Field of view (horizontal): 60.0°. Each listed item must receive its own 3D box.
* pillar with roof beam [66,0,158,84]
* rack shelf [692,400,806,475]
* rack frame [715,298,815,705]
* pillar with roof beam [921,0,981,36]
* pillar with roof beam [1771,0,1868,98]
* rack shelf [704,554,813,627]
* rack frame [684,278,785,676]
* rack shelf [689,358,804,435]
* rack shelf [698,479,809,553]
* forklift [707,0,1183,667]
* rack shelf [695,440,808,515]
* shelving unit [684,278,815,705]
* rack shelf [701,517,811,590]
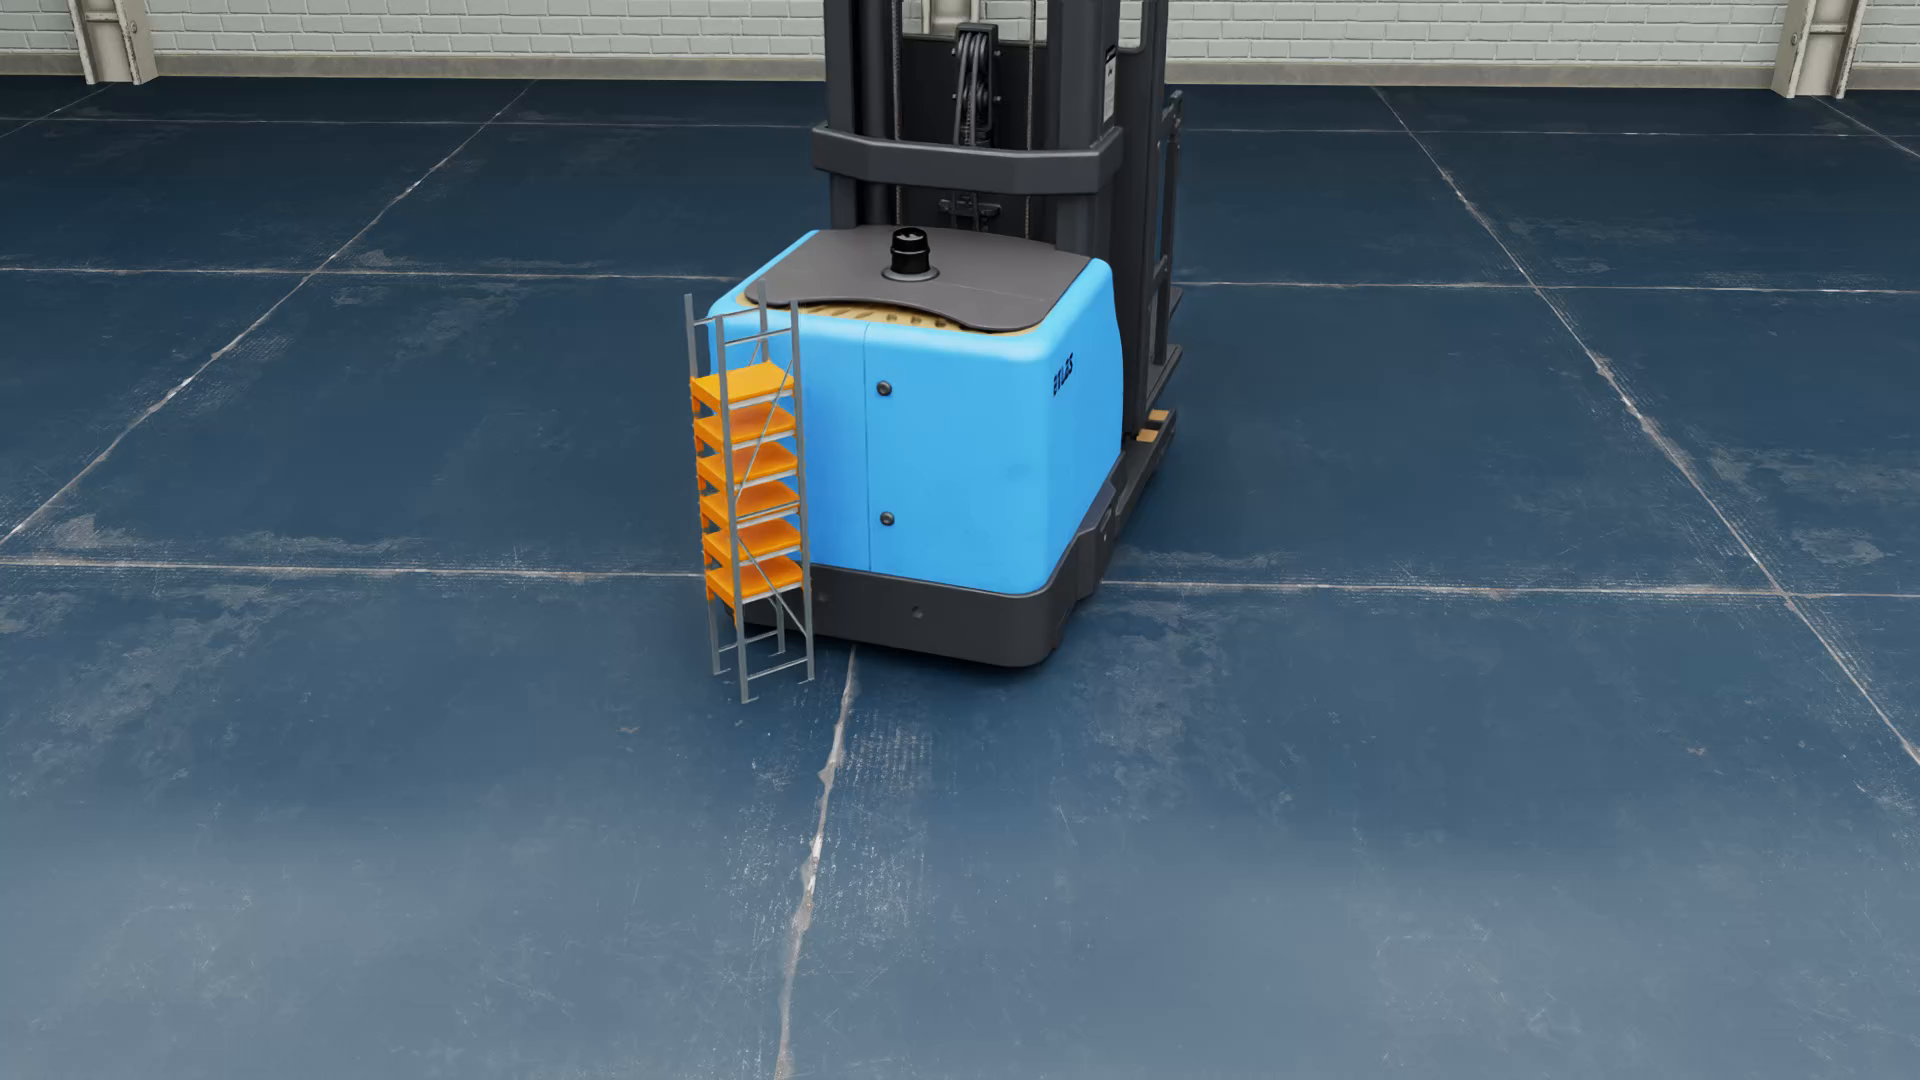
[{"bbox_3d":[-6.209,-5.296,6.133,0.400,9.000,9.100,1,28,2],"label":"pillar with roof beam"},{"bbox_3d":[-0.582,-0.288,4.593,0.258,0.103,0.180,-17,33,-29],"label":"rack shelf"},{"bbox_3d":[-0.532,-0.079,4.619,0.240,1.200,0.006,-17,33,-29],"label":"rack frame"},{"bbox_3d":[-0.212,-5.197,5.946,0.400,9.000,9.100,1,28,2],"label":"pillar with roof beam"},{"bbox_3d":[5.784,-5.098,5.759,0.400,9.000,9.100,1,28,2],"label":"pillar with roof beam"},{"bbox_3d":[-0.584,0.135,4.820,0.258,0.103,0.180,-17,33,-29],"label":"rack shelf"},{"bbox_3d":[-0.634,-0.152,4.753,0.240,1.200,0.006,-17,33,-29],"label":"rack frame"},{"bbox_3d":[-0.582,-0.394,4.536,0.258,0.103,0.180,-17,33,-29],"label":"rack shelf"},{"bbox_3d":[-0.583,-0.077,4.707,0.258,0.103,0.180,-17,33,-29],"label":"rack shelf"},{"bbox_3d":[0.198,-1.594,5.627,1.130,2.935,3.031,9,29,16],"label":"forklift"},{"bbox_3d":[-0.583,-0.182,4.650,0.258,0.103,0.180,-17,33,-29],"label":"rack shelf"},{"bbox_3d":[-0.583,-0.116,4.686,0.258,1.200,0.189,-17,33,-29],"label":"shelving unit"},{"bbox_3d":[-0.584,0.029,4.764,0.258,0.103,0.180,-17,33,-29],"label":"rack shelf"}]
